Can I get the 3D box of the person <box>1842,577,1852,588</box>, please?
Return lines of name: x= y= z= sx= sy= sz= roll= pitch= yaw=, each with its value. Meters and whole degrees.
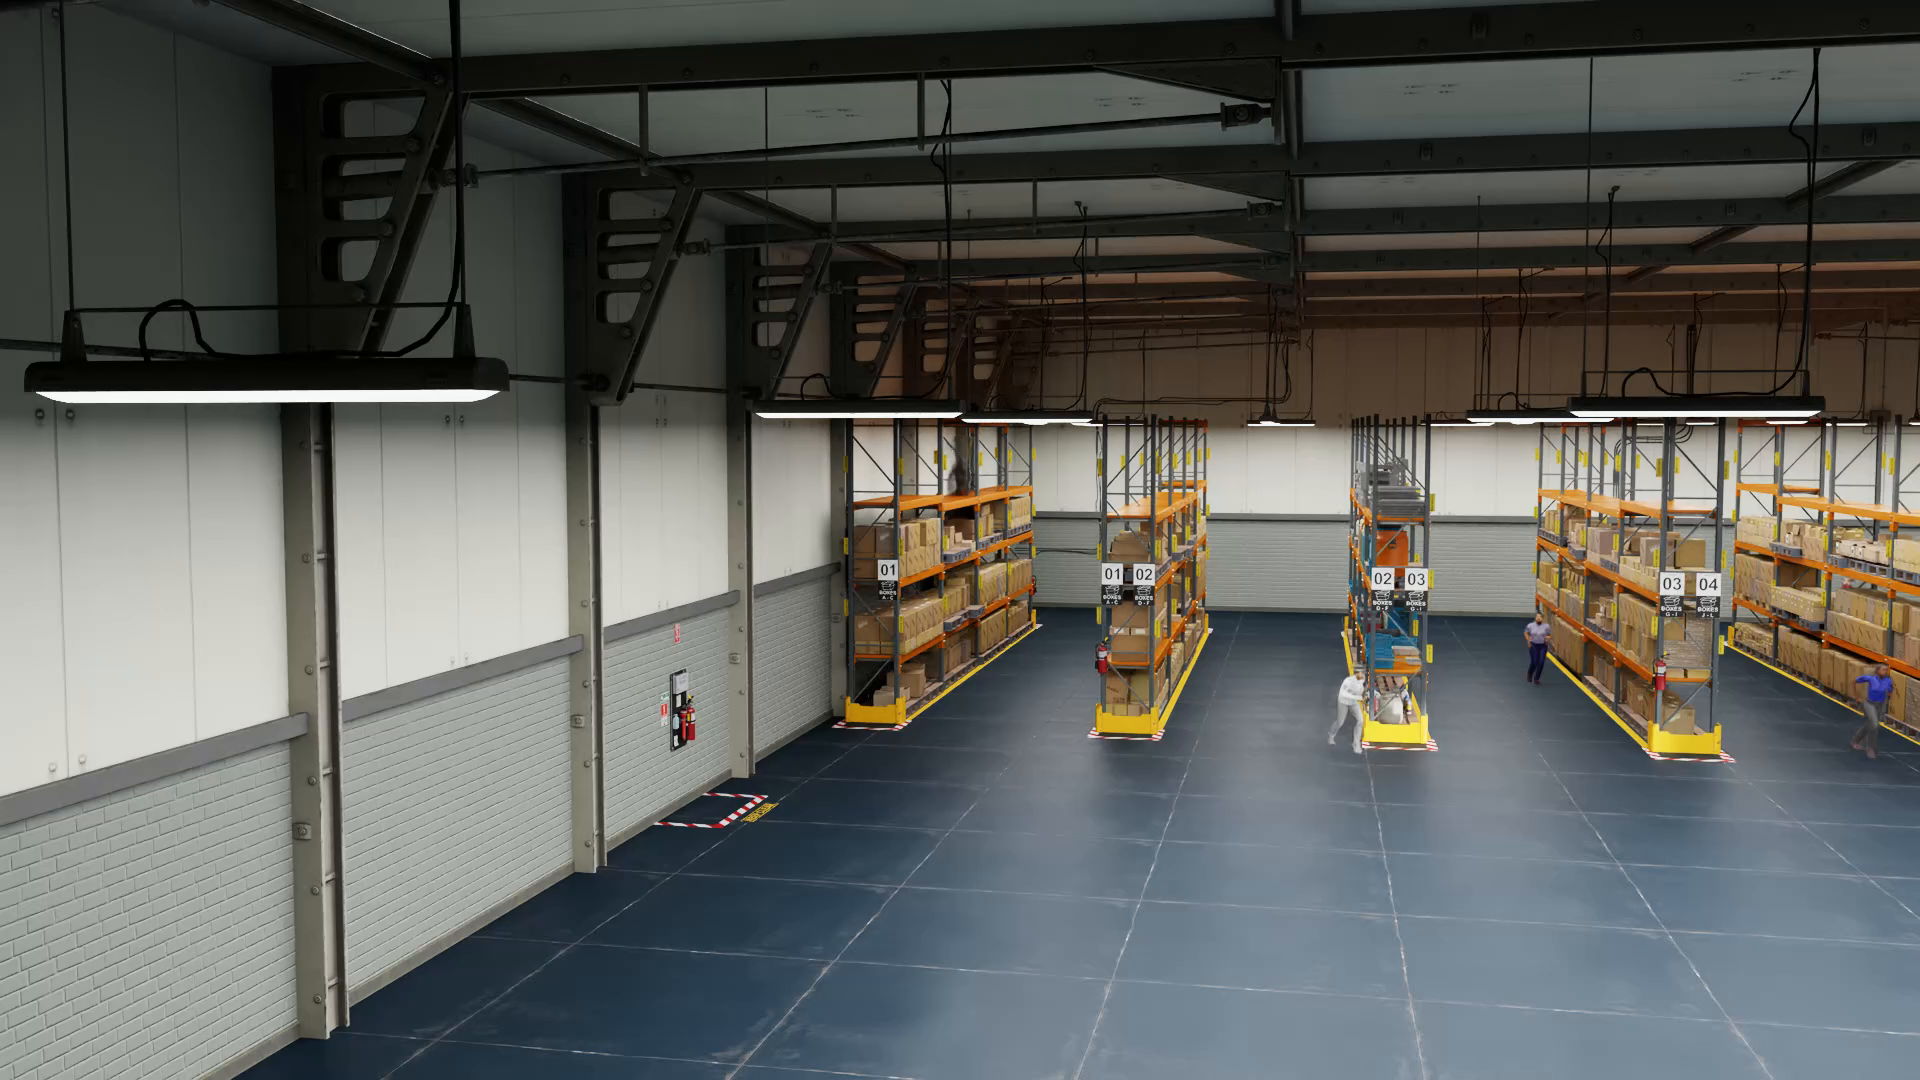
person: x=23.920 y=1.883 z=45.051 sx=0.675 sy=1.756 sz=0.641 roll=0 pitch=4 yaw=-2

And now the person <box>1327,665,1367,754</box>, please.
person: x=6.912 y=2.983 z=29.680 sx=0.655 sy=1.613 sz=0.948 roll=-2 pitch=4 yaw=-28

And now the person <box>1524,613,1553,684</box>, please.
person: x=12.973 y=2.432 z=37.258 sx=0.586 sy=1.613 sz=0.576 roll=1 pitch=4 yaw=11

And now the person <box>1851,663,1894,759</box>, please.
person: x=16.024 y=2.993 z=29.232 sx=0.569 sy=1.685 sz=0.833 roll=0 pitch=4 yaw=-7
